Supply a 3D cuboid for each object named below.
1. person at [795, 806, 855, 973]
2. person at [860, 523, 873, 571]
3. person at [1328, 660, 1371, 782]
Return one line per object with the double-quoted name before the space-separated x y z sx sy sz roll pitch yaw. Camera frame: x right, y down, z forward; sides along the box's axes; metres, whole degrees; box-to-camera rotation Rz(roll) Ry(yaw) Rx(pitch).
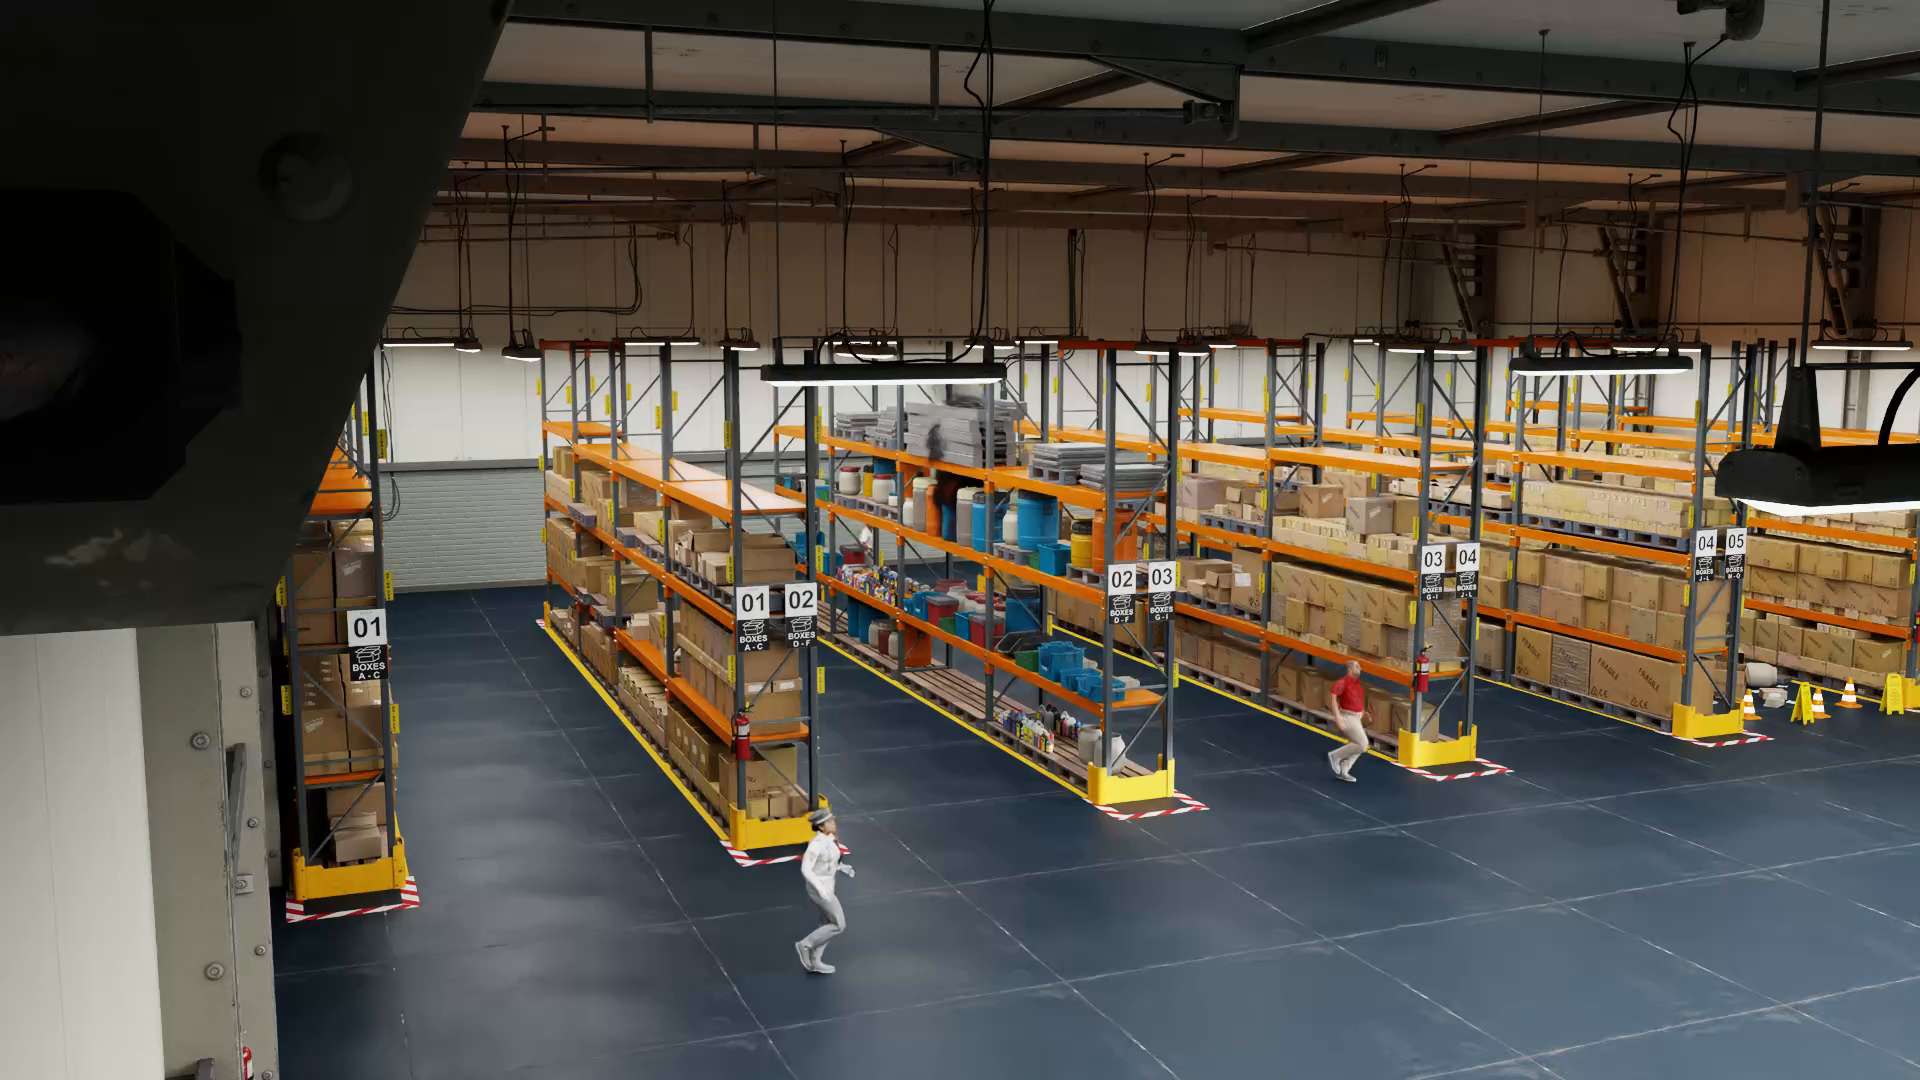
"person" -1.320 3.410 16.265 0.567 1.668 0.604 0 7 1
"person" -2.317 0.312 39.932 0.710 1.724 0.732 0 7 2
"person" 5.490 2.506 23.189 0.535 1.650 0.701 5 9 33
